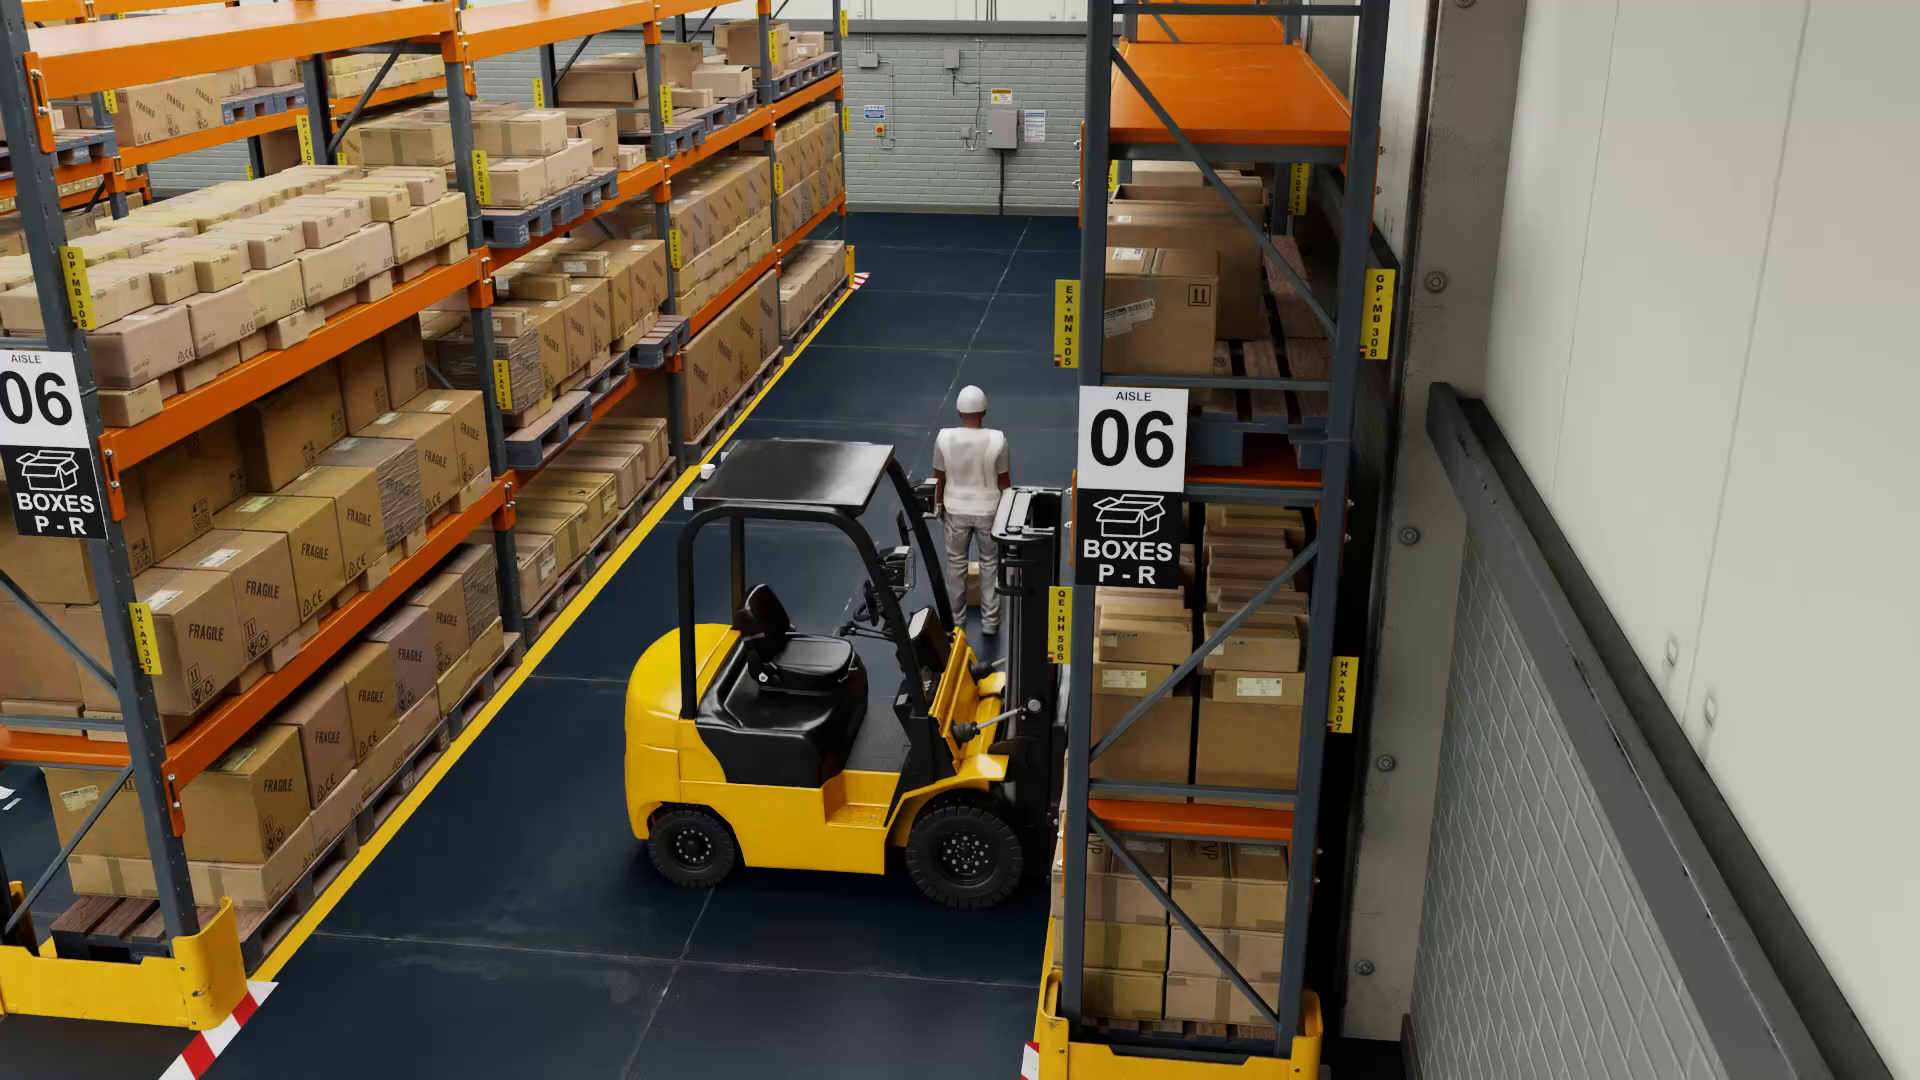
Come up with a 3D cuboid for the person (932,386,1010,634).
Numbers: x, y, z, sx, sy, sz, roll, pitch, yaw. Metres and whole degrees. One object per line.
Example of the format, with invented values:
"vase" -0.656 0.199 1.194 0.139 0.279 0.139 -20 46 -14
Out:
"person" 0.085 -0.205 11.617 0.540 1.803 0.350 3 21 8
